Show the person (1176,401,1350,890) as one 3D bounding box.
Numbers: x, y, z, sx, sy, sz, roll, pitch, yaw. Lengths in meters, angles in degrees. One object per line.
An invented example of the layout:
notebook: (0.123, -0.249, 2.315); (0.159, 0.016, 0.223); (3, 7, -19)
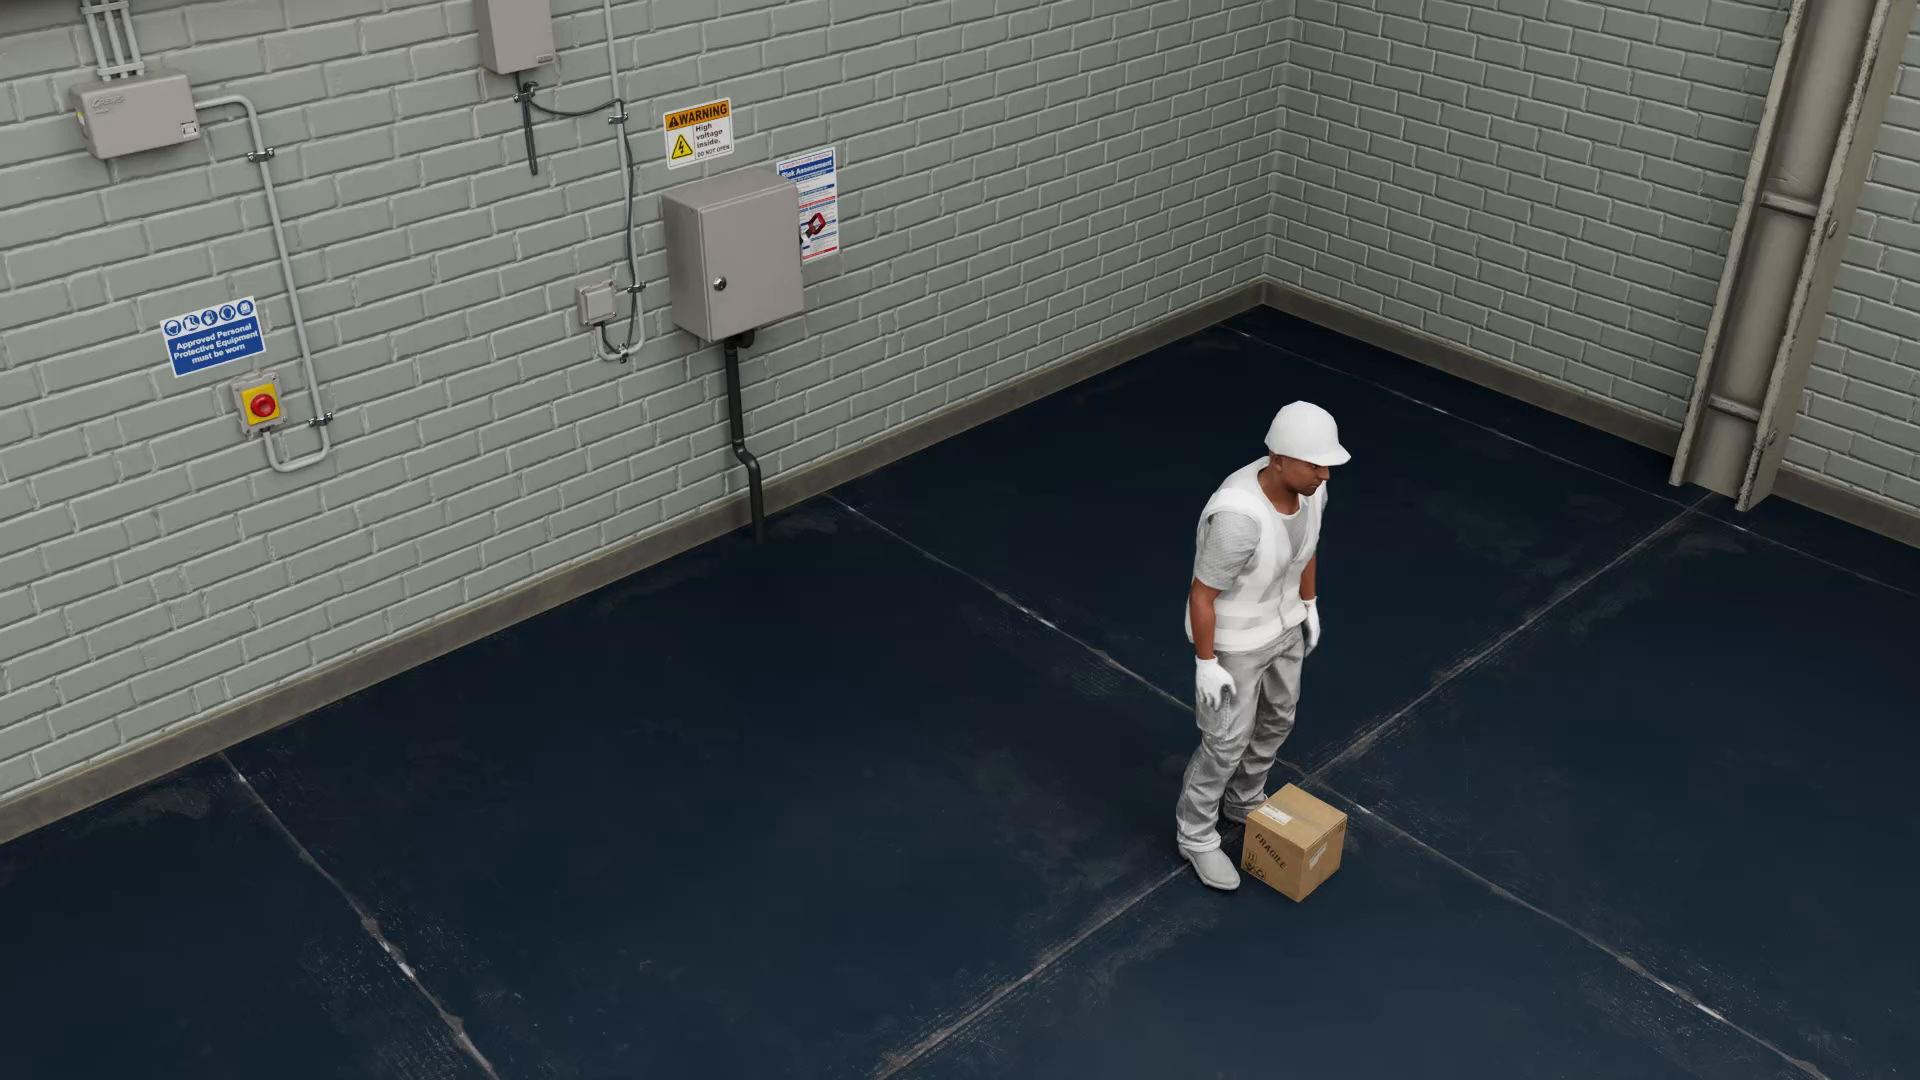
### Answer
person: (0.998, 0.330, 5.585); (0.614, 1.773, 0.450); (-26, 40, -36)
